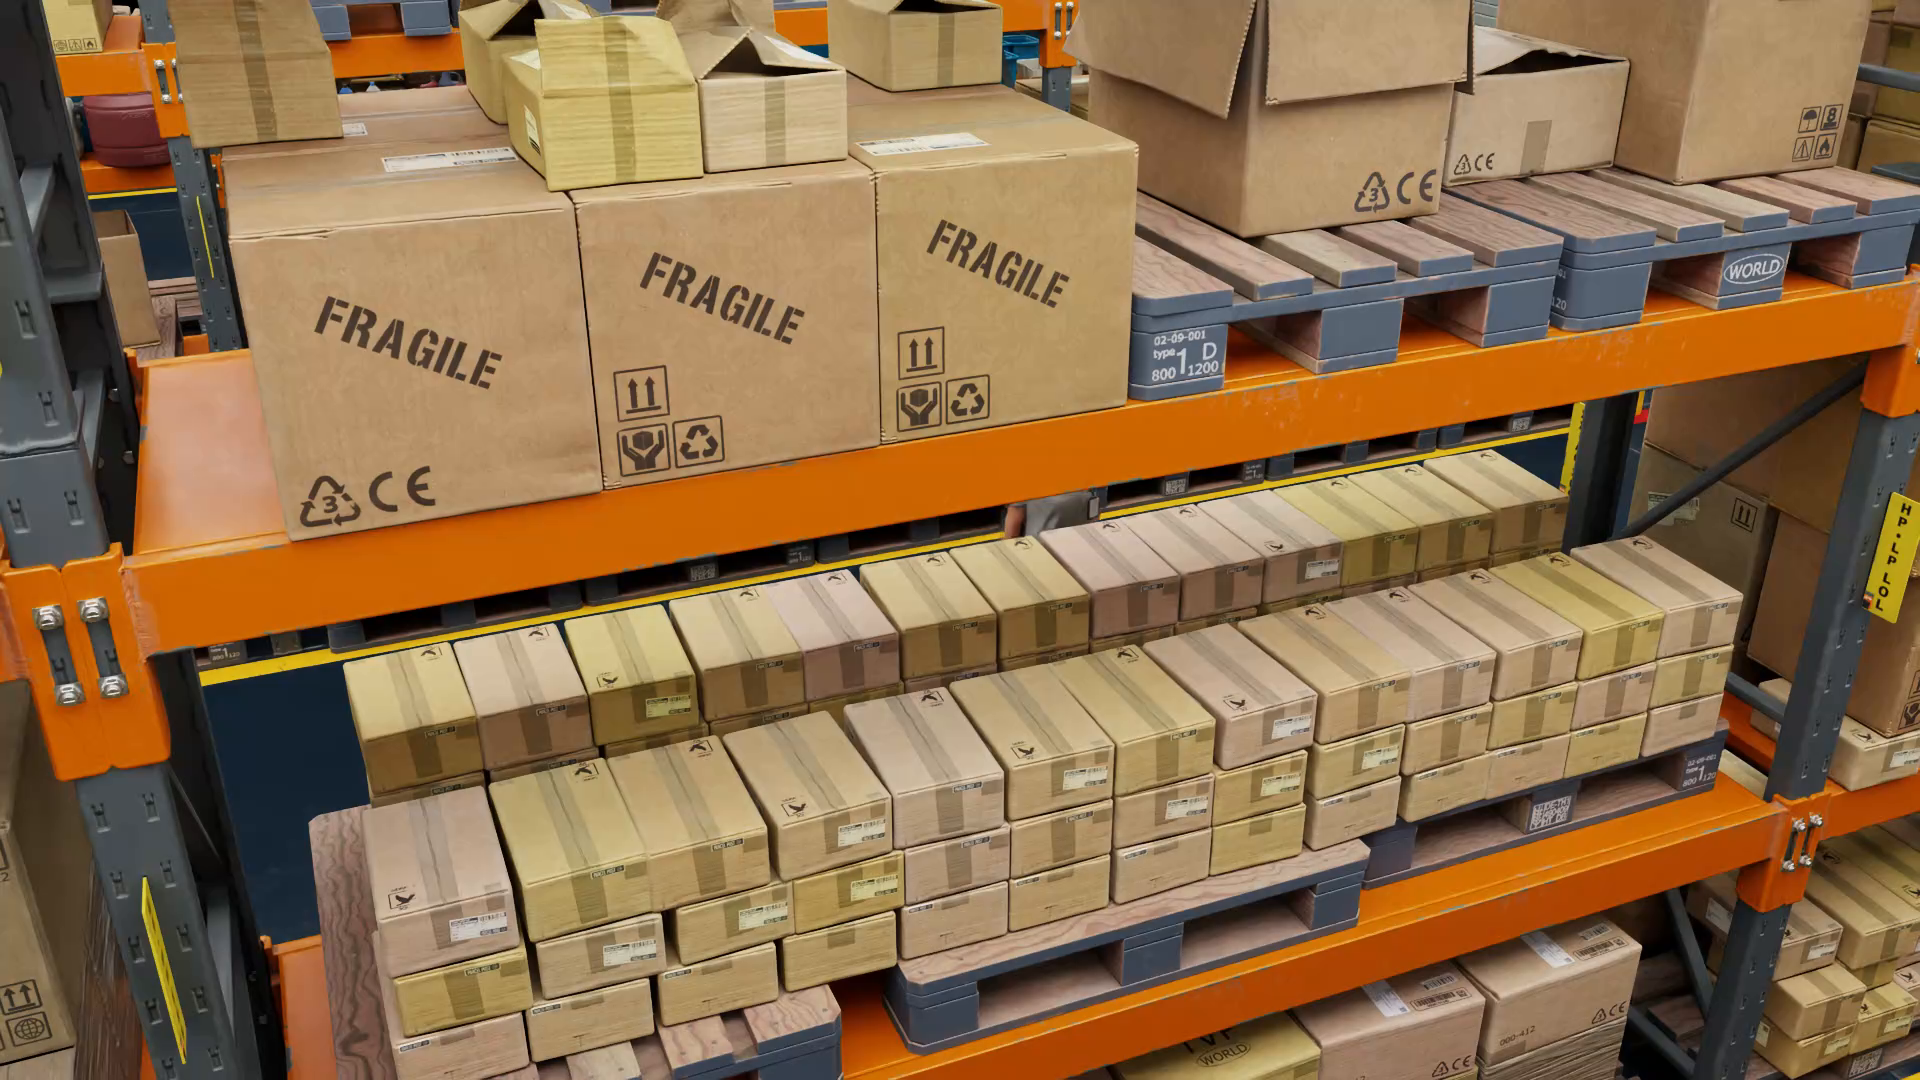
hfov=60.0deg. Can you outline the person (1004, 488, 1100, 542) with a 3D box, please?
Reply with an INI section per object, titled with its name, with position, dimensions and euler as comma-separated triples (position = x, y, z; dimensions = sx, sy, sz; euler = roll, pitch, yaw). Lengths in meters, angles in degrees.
[person]
position = 0.390, 0.119, 6.870
dimensions = 0.470, 1.664, 0.759
euler = -13, 29, -25
